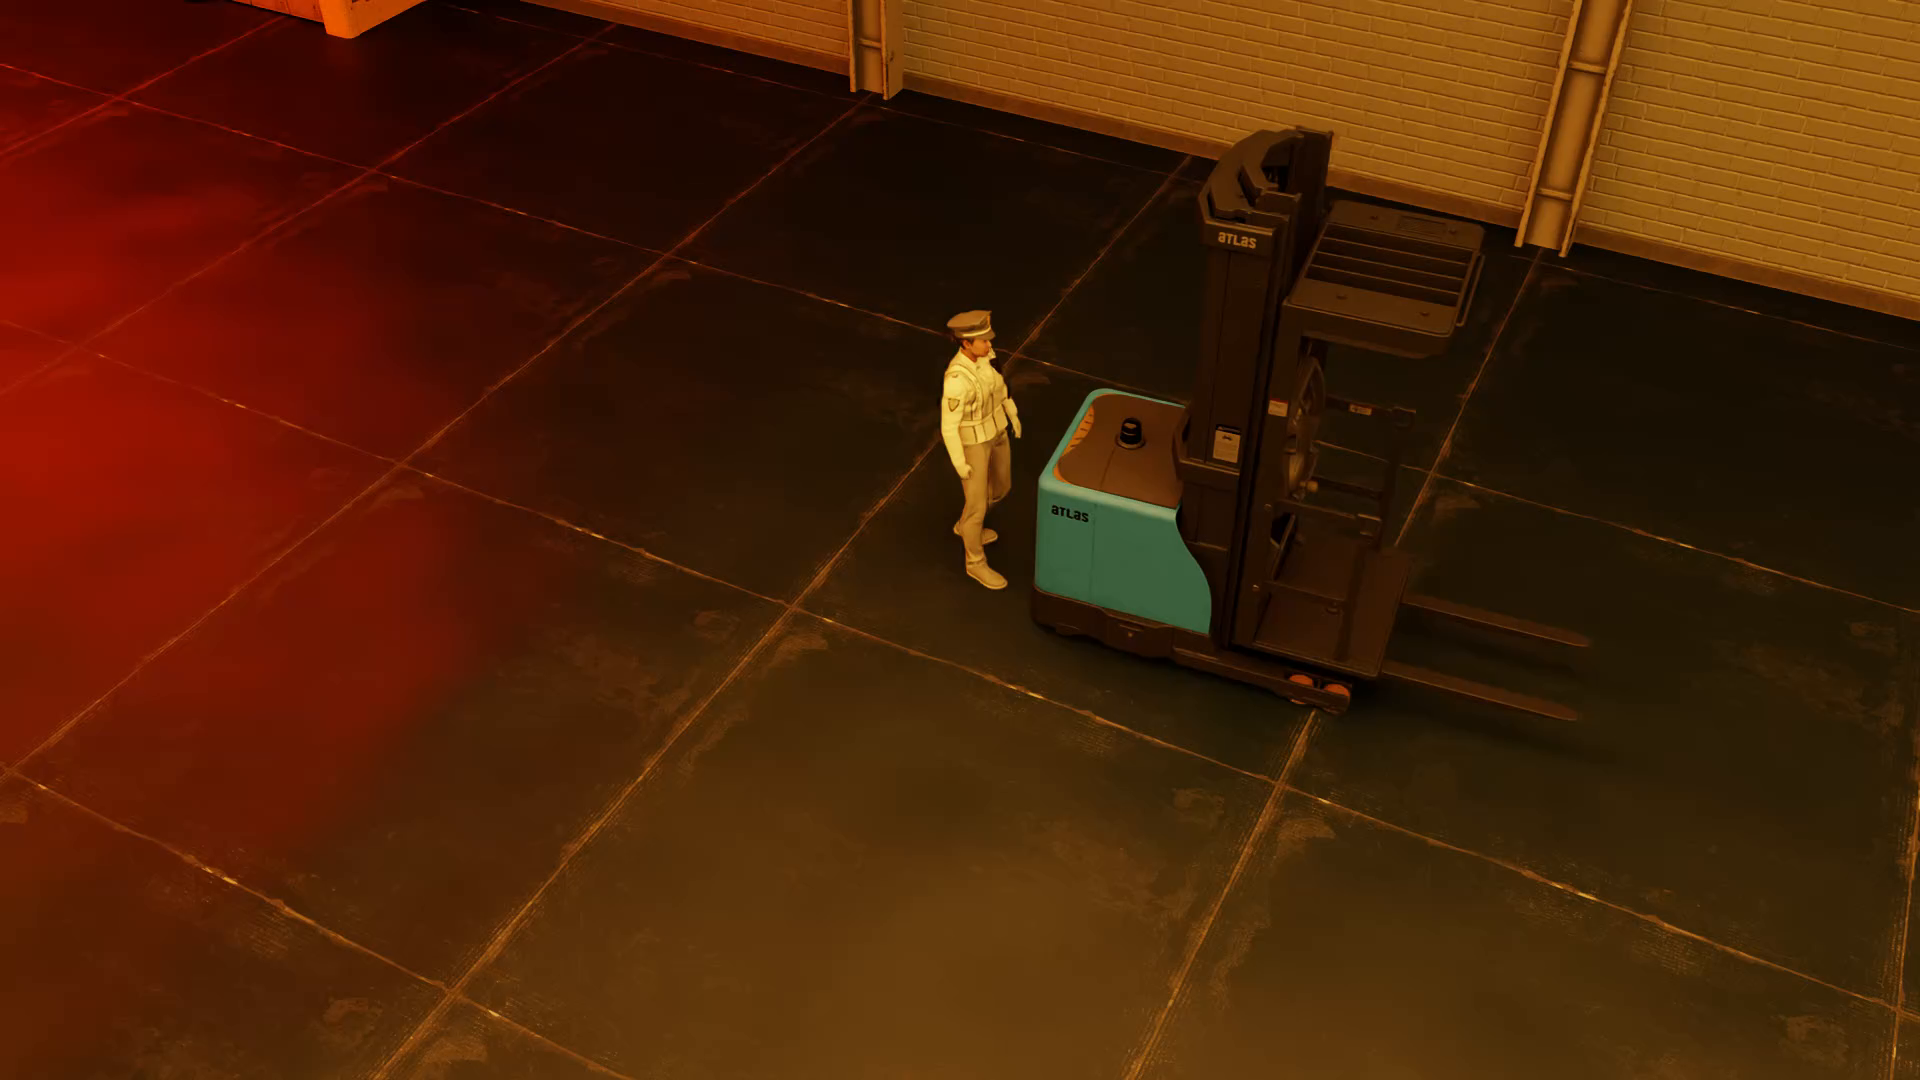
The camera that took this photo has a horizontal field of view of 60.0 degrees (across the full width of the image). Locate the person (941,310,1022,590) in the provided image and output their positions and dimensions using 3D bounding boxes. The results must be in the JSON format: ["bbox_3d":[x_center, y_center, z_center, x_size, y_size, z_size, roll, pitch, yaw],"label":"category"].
[{"bbox_3d":[0.182,-0.568,9.673,0.574,1.653,0.631,24,46,26],"label":"person"}]

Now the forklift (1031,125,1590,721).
[{"bbox_3d":[1.979,-0.559,8.650,3.031,2.935,1.130,14,42,17],"label":"forklift"}]
